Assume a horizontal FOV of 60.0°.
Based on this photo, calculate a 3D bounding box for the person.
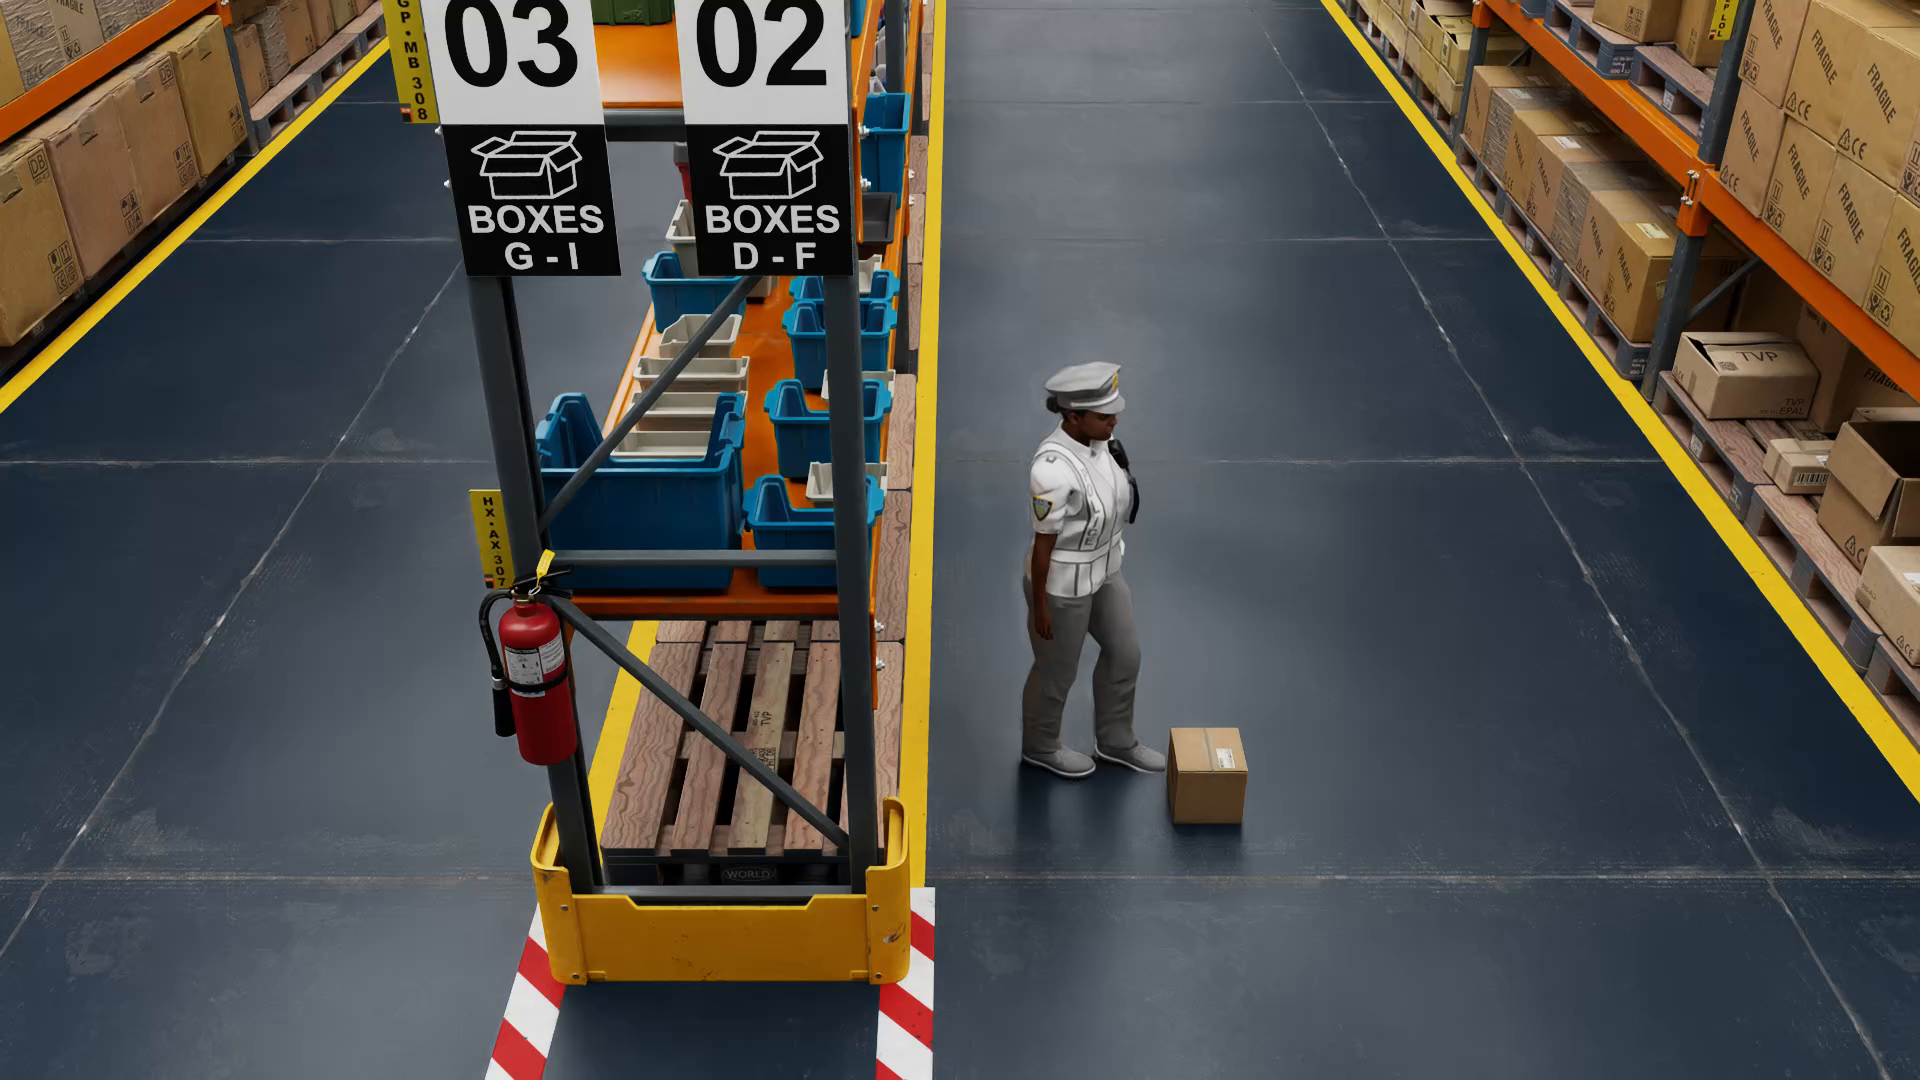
[{"bbox_3d":[0.486,0.167,5.869,0.516,1.695,0.455,18,36,27],"label":"person"}]
